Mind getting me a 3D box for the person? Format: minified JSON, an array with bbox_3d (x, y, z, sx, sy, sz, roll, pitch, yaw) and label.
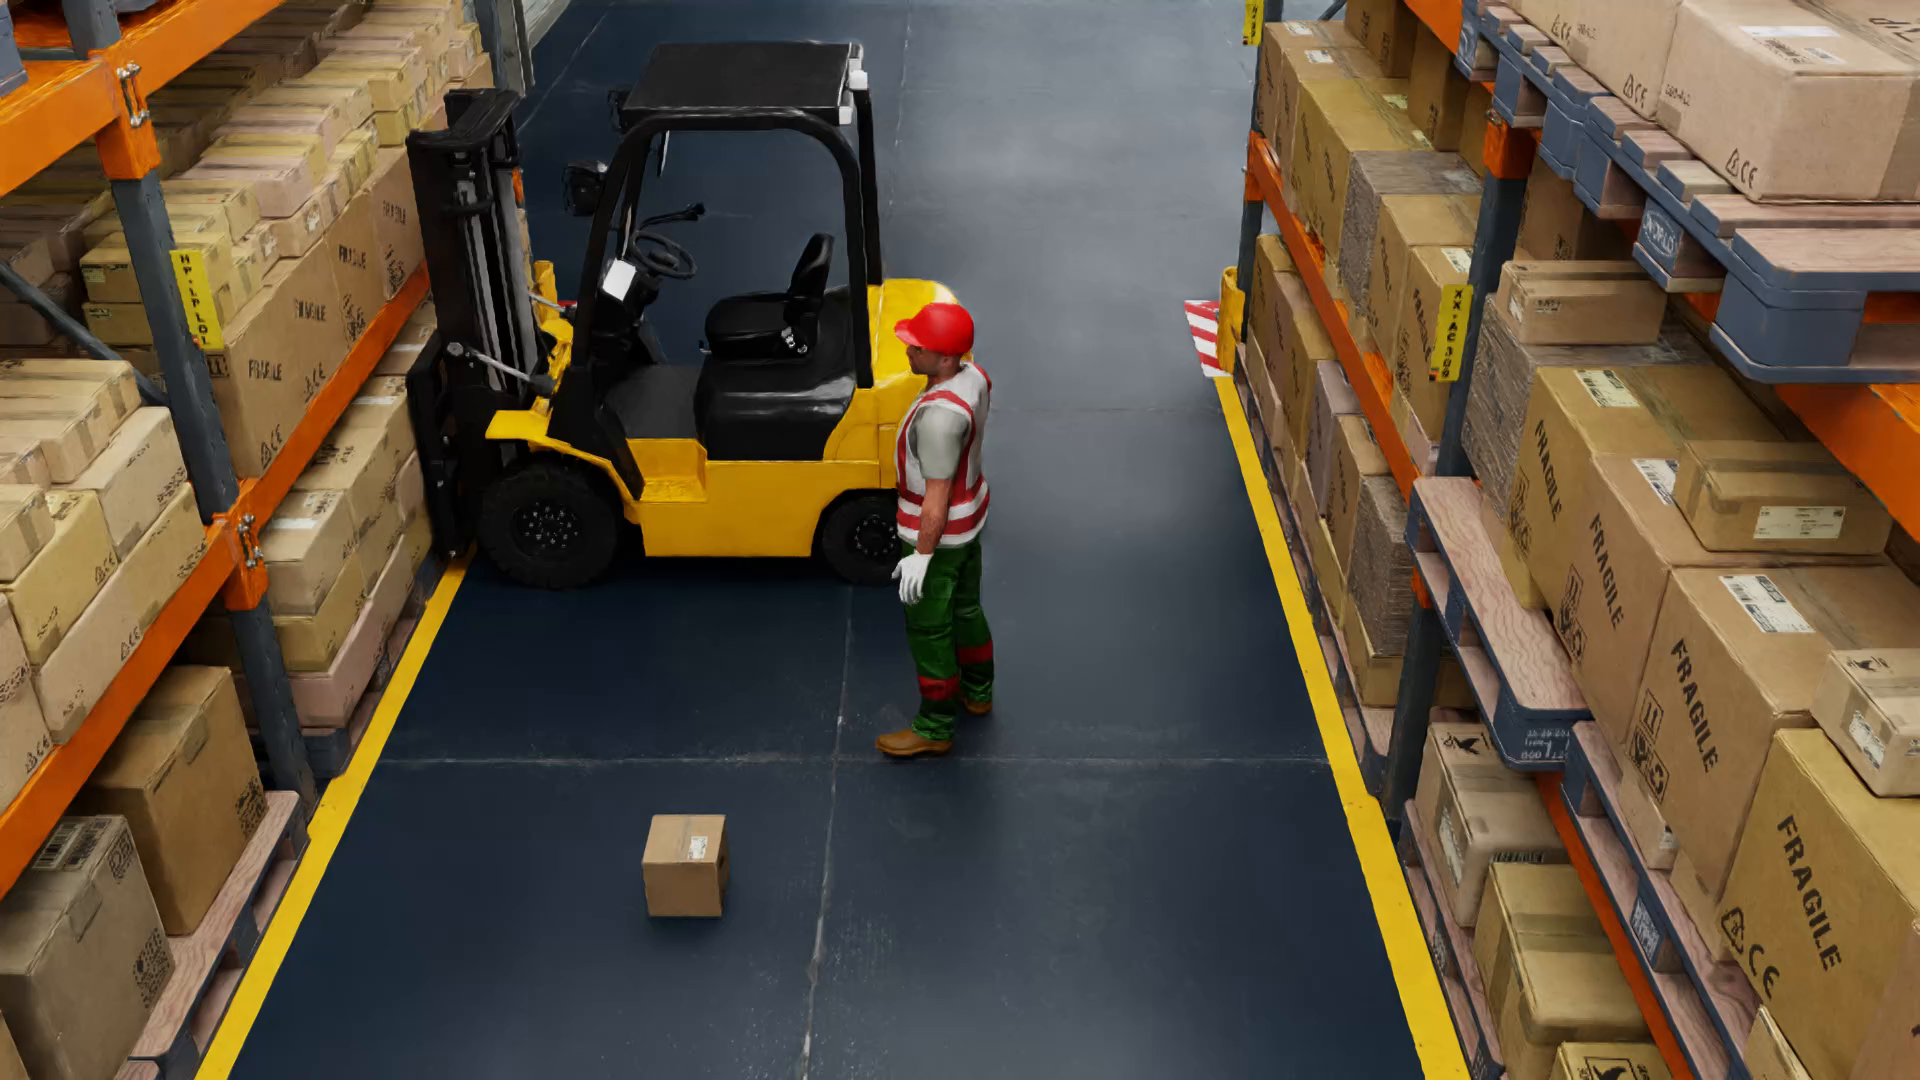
[{"bbox_3d":[-0.084,-0.039,6.119,0.379,1.795,0.665,9,32,14],"label":"person"}]
